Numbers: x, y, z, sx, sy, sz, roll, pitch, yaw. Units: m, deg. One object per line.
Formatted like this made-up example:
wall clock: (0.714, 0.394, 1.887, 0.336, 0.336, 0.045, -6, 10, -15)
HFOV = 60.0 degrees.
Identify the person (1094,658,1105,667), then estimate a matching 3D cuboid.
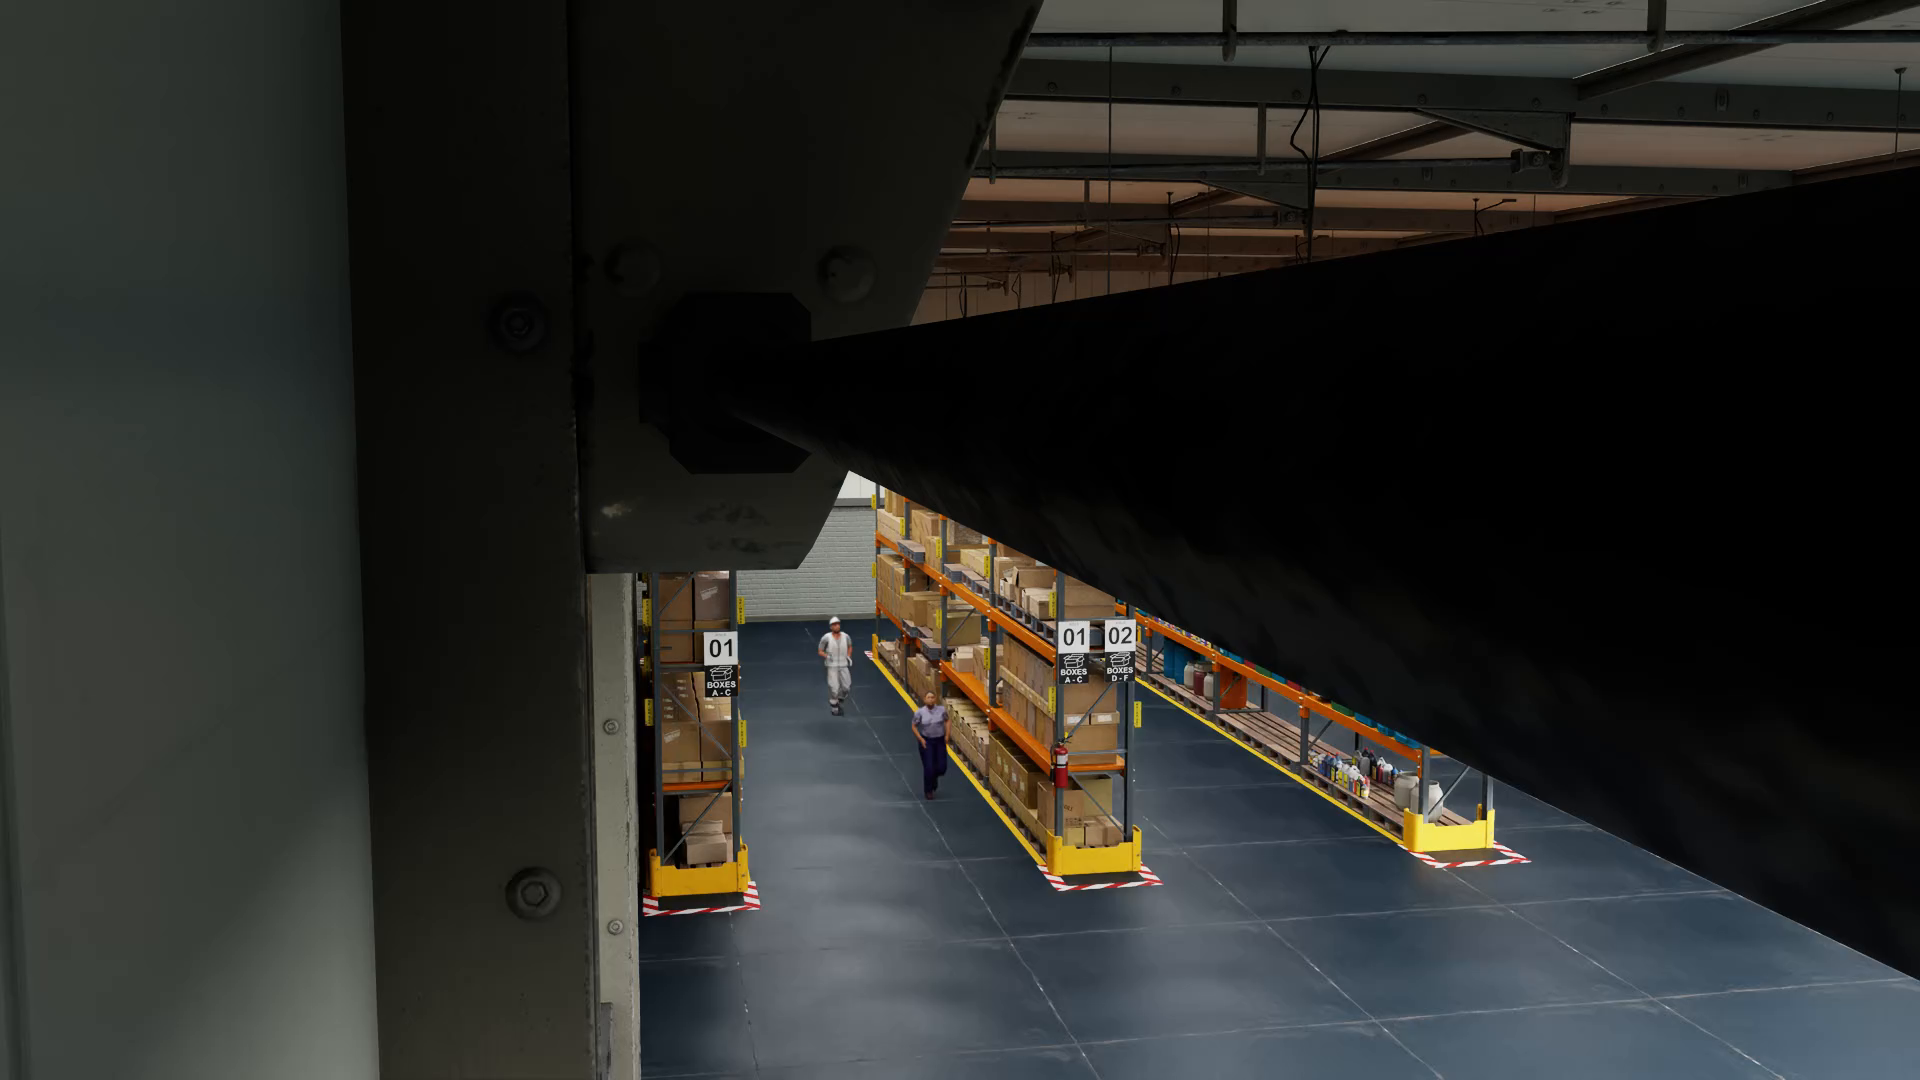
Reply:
person: (2.572, 2.182, 29.760, 0.641, 1.668, 0.770, -2, 6, -15)

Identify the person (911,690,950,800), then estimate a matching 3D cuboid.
person: (-0.410, 3.024, 24.548, 0.608, 1.614, 0.485, -1, 6, -13)

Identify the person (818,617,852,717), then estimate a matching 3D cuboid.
person: (-2.116, 2.230, 28.902, 0.643, 1.773, 0.575, -2, 6, -20)
